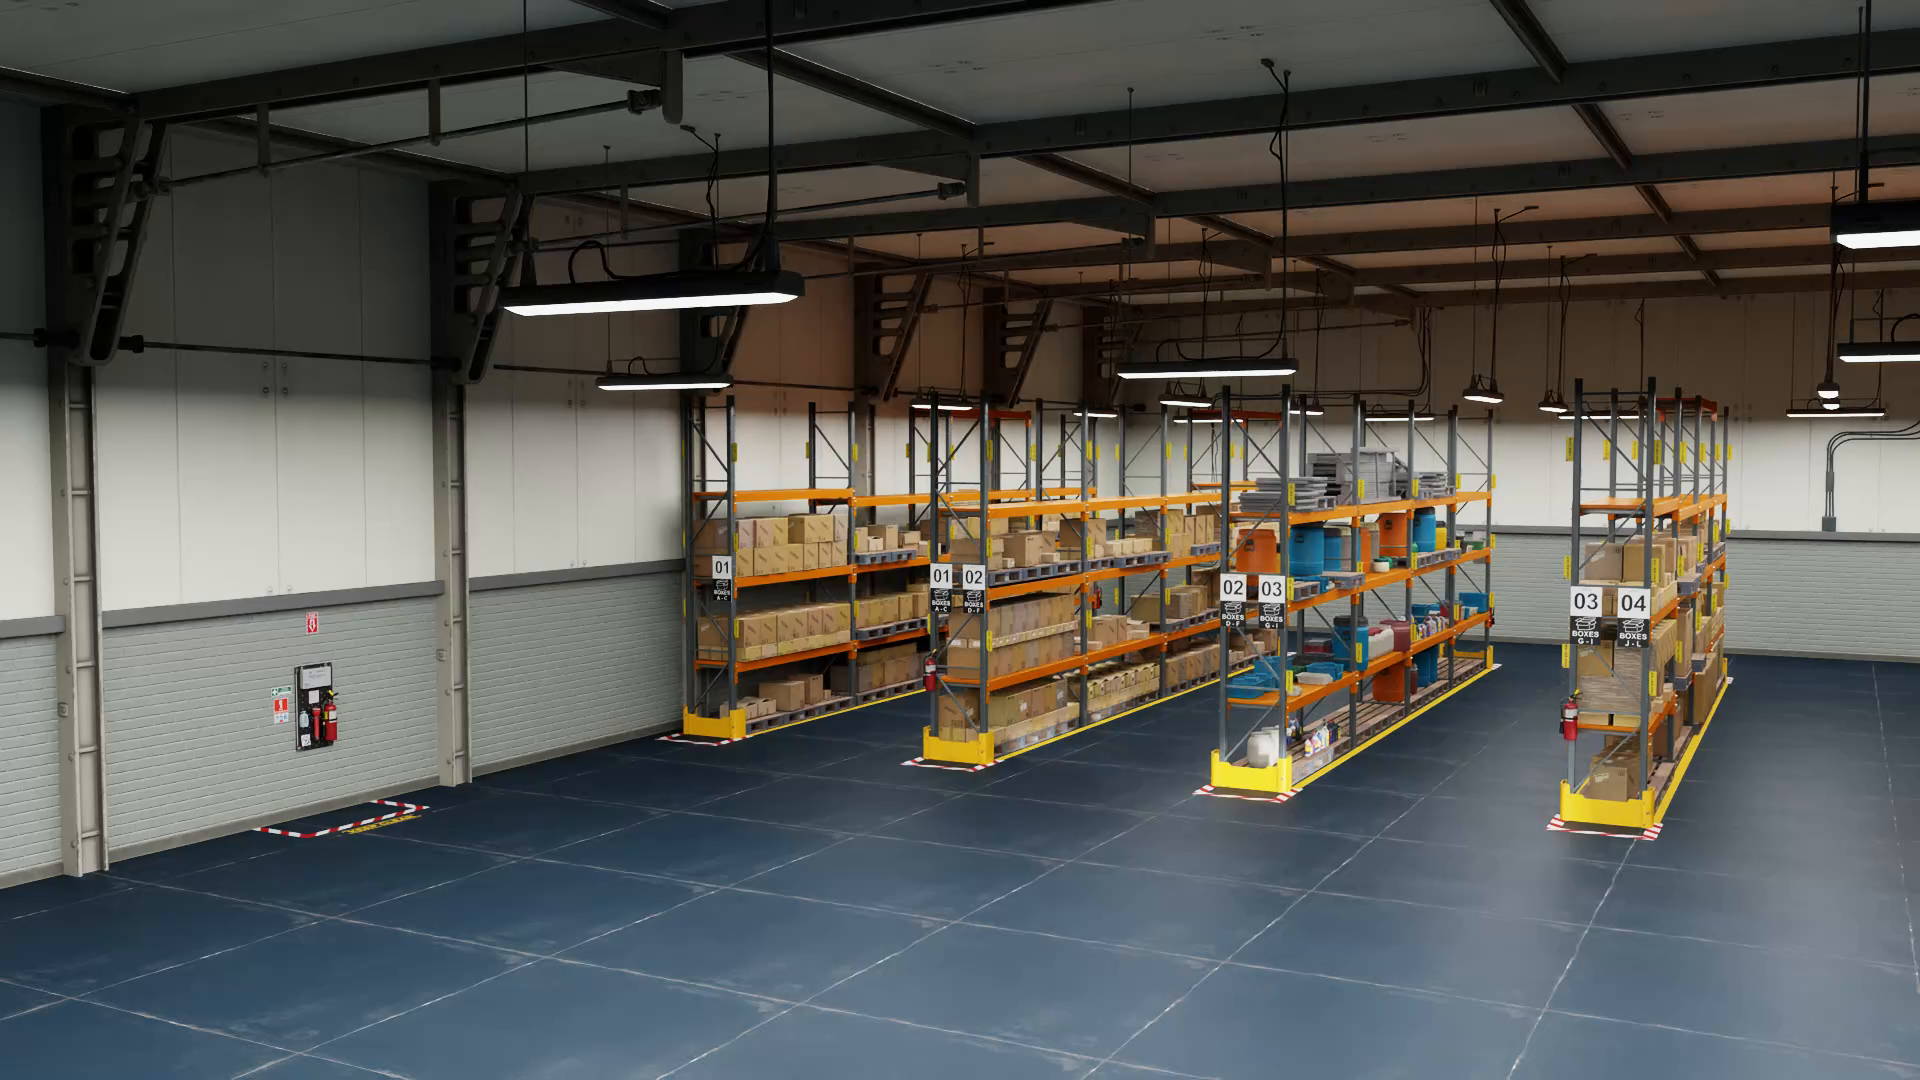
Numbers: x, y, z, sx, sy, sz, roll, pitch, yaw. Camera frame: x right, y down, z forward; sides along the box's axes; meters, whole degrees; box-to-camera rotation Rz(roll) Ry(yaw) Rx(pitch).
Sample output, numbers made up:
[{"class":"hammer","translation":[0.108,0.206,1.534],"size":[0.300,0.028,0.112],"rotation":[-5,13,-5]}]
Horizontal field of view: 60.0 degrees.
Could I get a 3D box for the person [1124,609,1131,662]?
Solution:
[{"class":"person","translation":[4.160,2.110,39.287],"size":[0.444,1.607,1.041],"rotation":[1,3,26]}]
